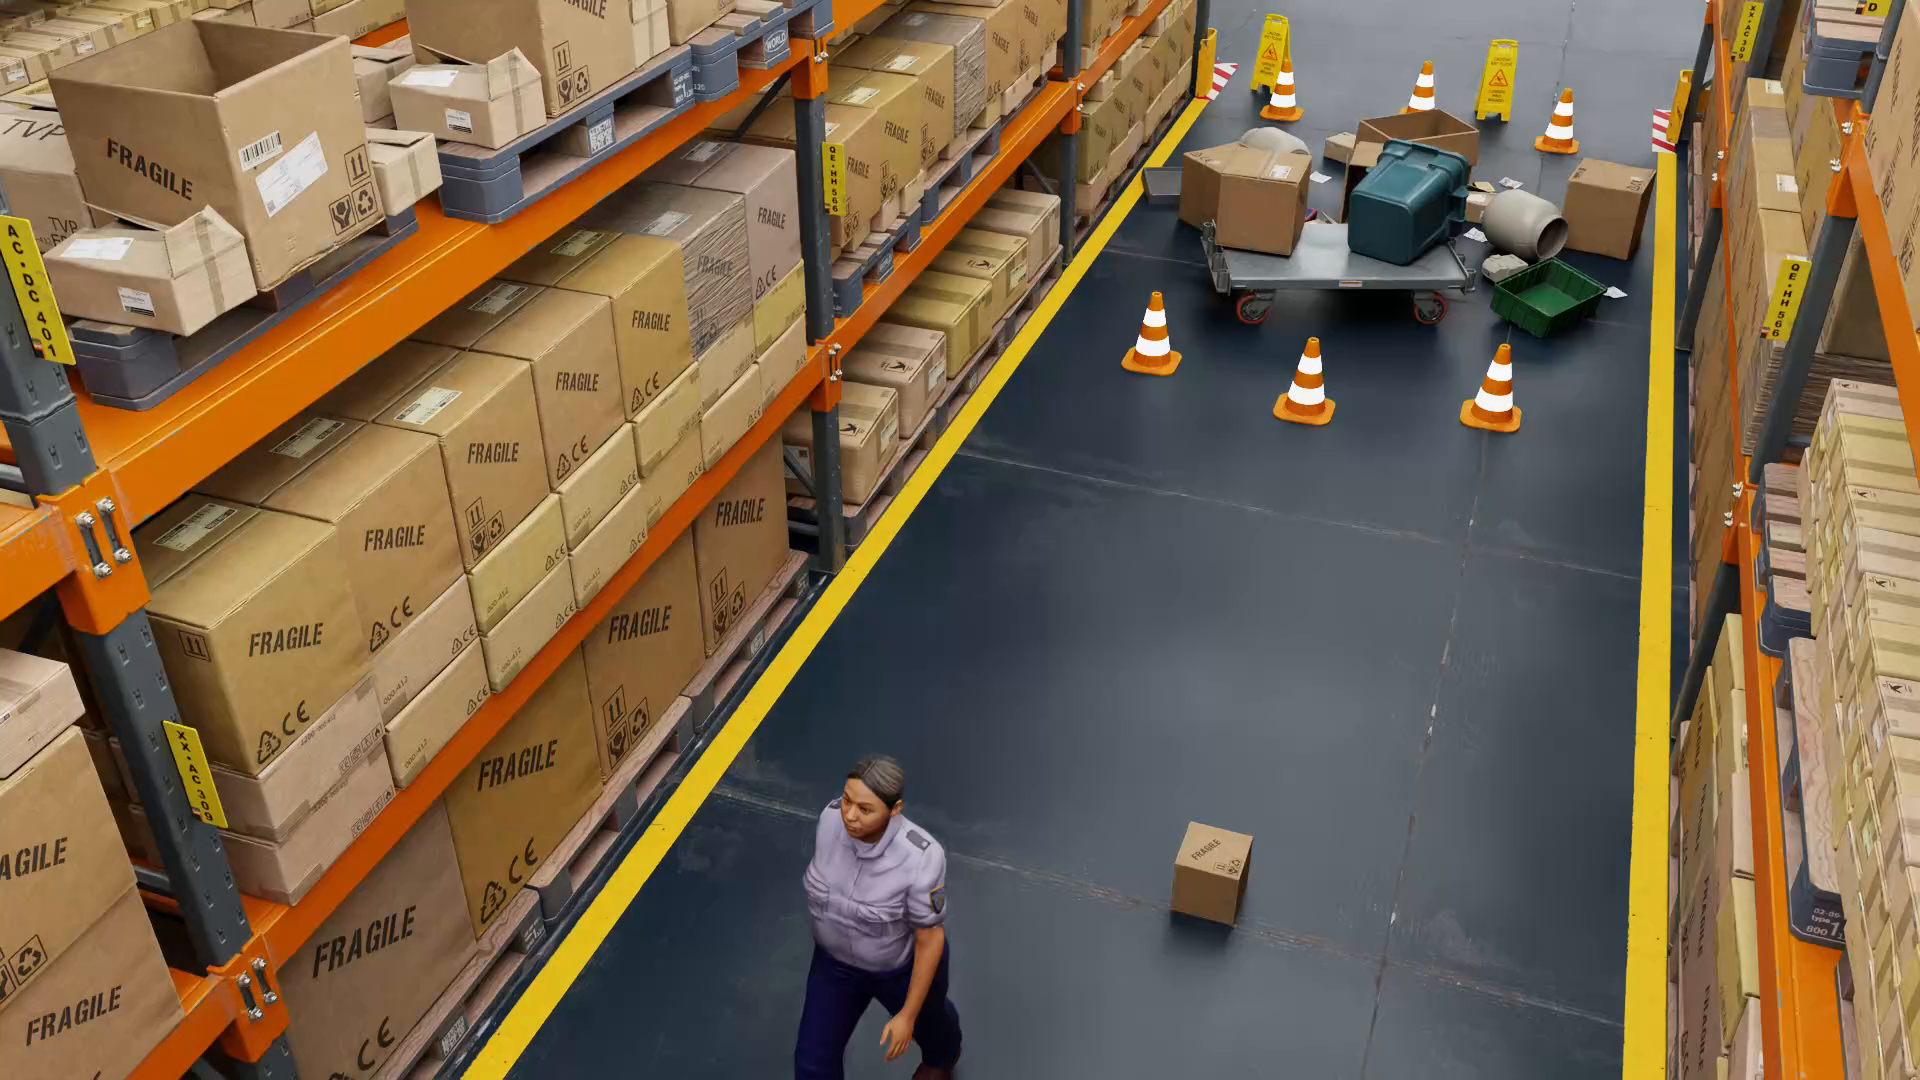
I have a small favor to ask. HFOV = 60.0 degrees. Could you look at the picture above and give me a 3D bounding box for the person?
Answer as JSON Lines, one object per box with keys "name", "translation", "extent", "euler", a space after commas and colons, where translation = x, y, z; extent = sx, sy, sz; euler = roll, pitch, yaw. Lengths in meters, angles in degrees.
{"name": "person", "translation": [-0.277, 1.349, 5.118], "extent": [0.492, 1.630, 0.906], "euler": [15, 36, 22]}
